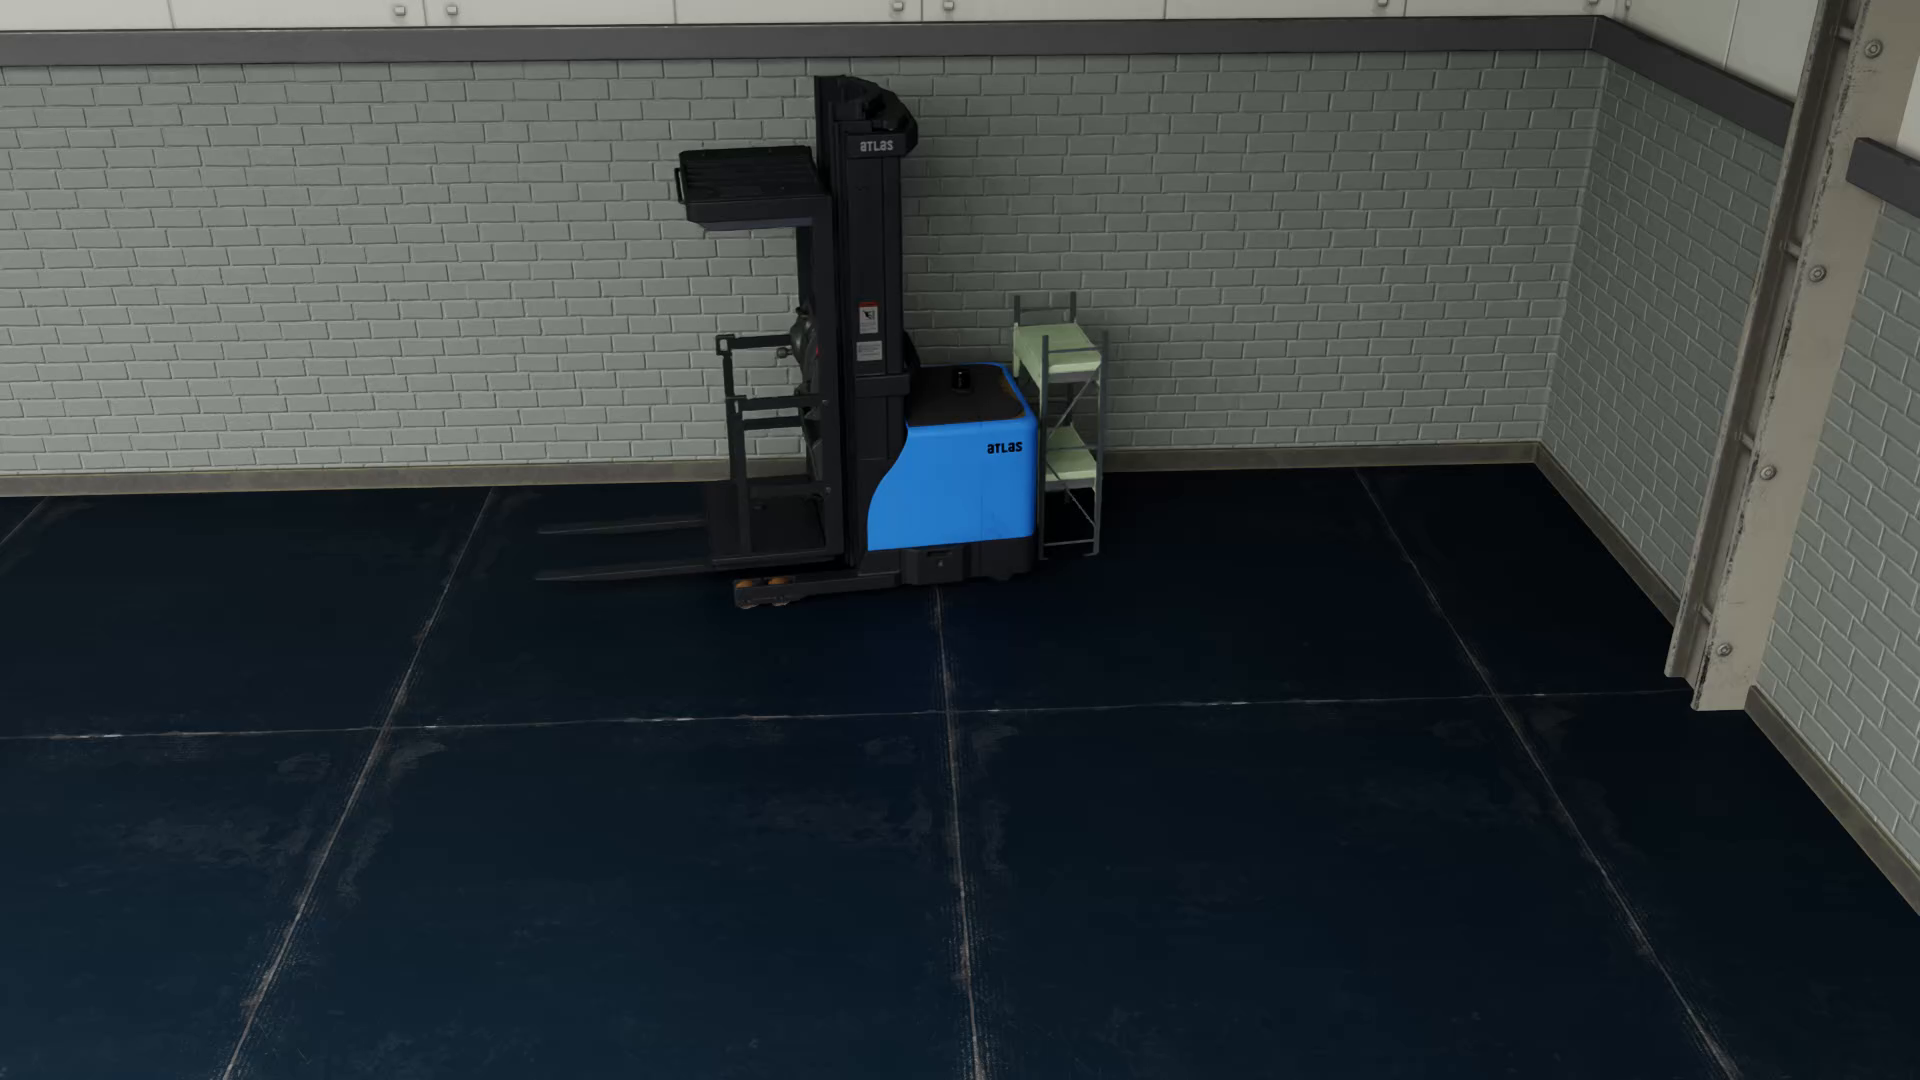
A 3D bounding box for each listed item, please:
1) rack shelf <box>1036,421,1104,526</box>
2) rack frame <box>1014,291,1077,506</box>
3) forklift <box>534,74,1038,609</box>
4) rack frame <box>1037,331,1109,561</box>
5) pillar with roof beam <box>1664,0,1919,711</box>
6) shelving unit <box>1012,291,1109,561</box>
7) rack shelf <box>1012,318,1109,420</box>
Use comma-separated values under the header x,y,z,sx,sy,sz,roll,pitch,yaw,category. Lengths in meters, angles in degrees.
x,y,z,sx,sy,sz,roll,pitch,yaw,category
0.612,-0.435,10.666,0.431,0.370,0.720,-5,28,-10,rack shelf
0.539,-0.889,10.833,0.400,1.500,0.023,-5,28,-10,rack frame
-1.091,-1.152,9.790,3.031,2.935,1.130,-5,28,-9,forklift
0.686,-0.558,10.197,0.400,1.500,0.023,-5,28,-10,rack frame
-0.188,-3.059,6.885,9.100,9.000,0.400,-1,28,-3,pillar with roof beam
0.612,-0.724,10.515,0.431,1.500,0.755,-5,28,-10,shelving unit
0.613,-1.070,10.335,0.431,0.370,0.720,-5,28,-10,rack shelf
